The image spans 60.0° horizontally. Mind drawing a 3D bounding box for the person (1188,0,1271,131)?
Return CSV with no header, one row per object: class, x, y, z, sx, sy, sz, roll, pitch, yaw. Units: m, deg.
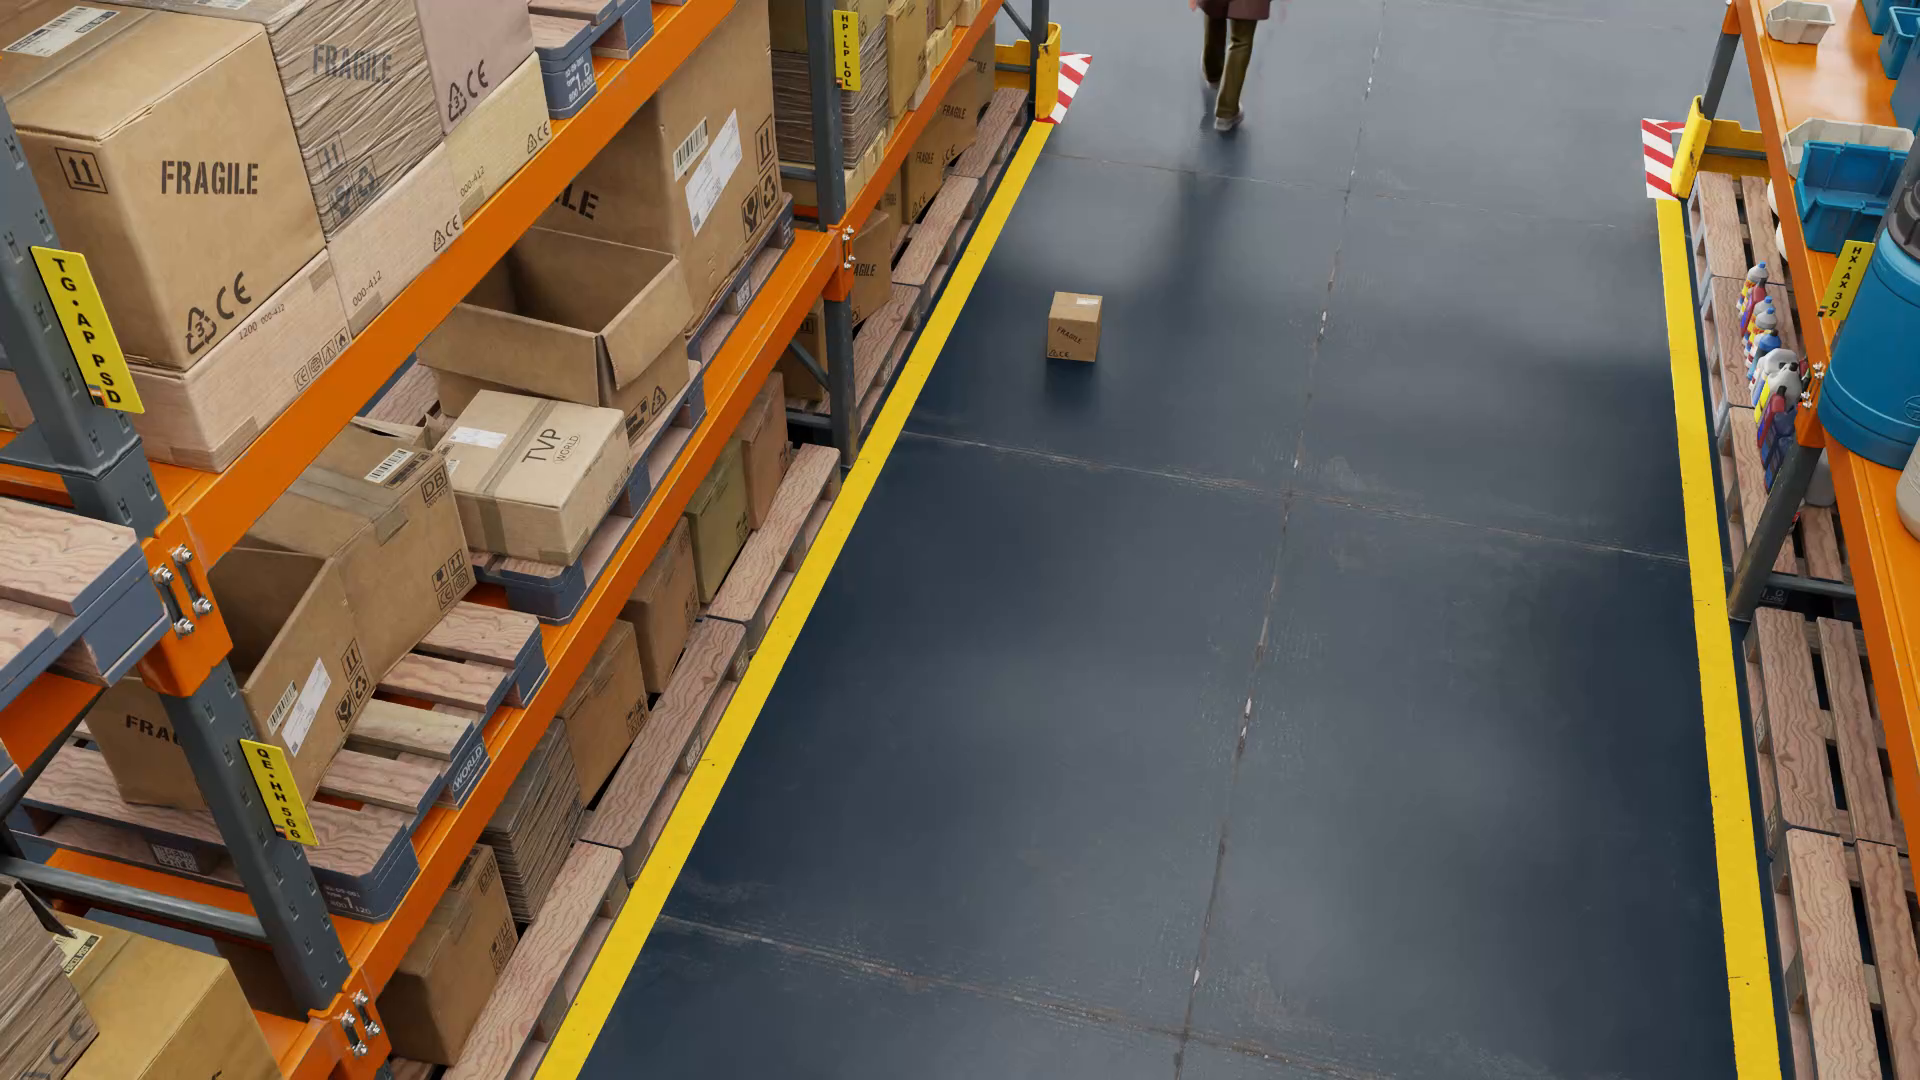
person,1.717,-3.520,10.283,0.584,1.737,1.014,8,41,9
